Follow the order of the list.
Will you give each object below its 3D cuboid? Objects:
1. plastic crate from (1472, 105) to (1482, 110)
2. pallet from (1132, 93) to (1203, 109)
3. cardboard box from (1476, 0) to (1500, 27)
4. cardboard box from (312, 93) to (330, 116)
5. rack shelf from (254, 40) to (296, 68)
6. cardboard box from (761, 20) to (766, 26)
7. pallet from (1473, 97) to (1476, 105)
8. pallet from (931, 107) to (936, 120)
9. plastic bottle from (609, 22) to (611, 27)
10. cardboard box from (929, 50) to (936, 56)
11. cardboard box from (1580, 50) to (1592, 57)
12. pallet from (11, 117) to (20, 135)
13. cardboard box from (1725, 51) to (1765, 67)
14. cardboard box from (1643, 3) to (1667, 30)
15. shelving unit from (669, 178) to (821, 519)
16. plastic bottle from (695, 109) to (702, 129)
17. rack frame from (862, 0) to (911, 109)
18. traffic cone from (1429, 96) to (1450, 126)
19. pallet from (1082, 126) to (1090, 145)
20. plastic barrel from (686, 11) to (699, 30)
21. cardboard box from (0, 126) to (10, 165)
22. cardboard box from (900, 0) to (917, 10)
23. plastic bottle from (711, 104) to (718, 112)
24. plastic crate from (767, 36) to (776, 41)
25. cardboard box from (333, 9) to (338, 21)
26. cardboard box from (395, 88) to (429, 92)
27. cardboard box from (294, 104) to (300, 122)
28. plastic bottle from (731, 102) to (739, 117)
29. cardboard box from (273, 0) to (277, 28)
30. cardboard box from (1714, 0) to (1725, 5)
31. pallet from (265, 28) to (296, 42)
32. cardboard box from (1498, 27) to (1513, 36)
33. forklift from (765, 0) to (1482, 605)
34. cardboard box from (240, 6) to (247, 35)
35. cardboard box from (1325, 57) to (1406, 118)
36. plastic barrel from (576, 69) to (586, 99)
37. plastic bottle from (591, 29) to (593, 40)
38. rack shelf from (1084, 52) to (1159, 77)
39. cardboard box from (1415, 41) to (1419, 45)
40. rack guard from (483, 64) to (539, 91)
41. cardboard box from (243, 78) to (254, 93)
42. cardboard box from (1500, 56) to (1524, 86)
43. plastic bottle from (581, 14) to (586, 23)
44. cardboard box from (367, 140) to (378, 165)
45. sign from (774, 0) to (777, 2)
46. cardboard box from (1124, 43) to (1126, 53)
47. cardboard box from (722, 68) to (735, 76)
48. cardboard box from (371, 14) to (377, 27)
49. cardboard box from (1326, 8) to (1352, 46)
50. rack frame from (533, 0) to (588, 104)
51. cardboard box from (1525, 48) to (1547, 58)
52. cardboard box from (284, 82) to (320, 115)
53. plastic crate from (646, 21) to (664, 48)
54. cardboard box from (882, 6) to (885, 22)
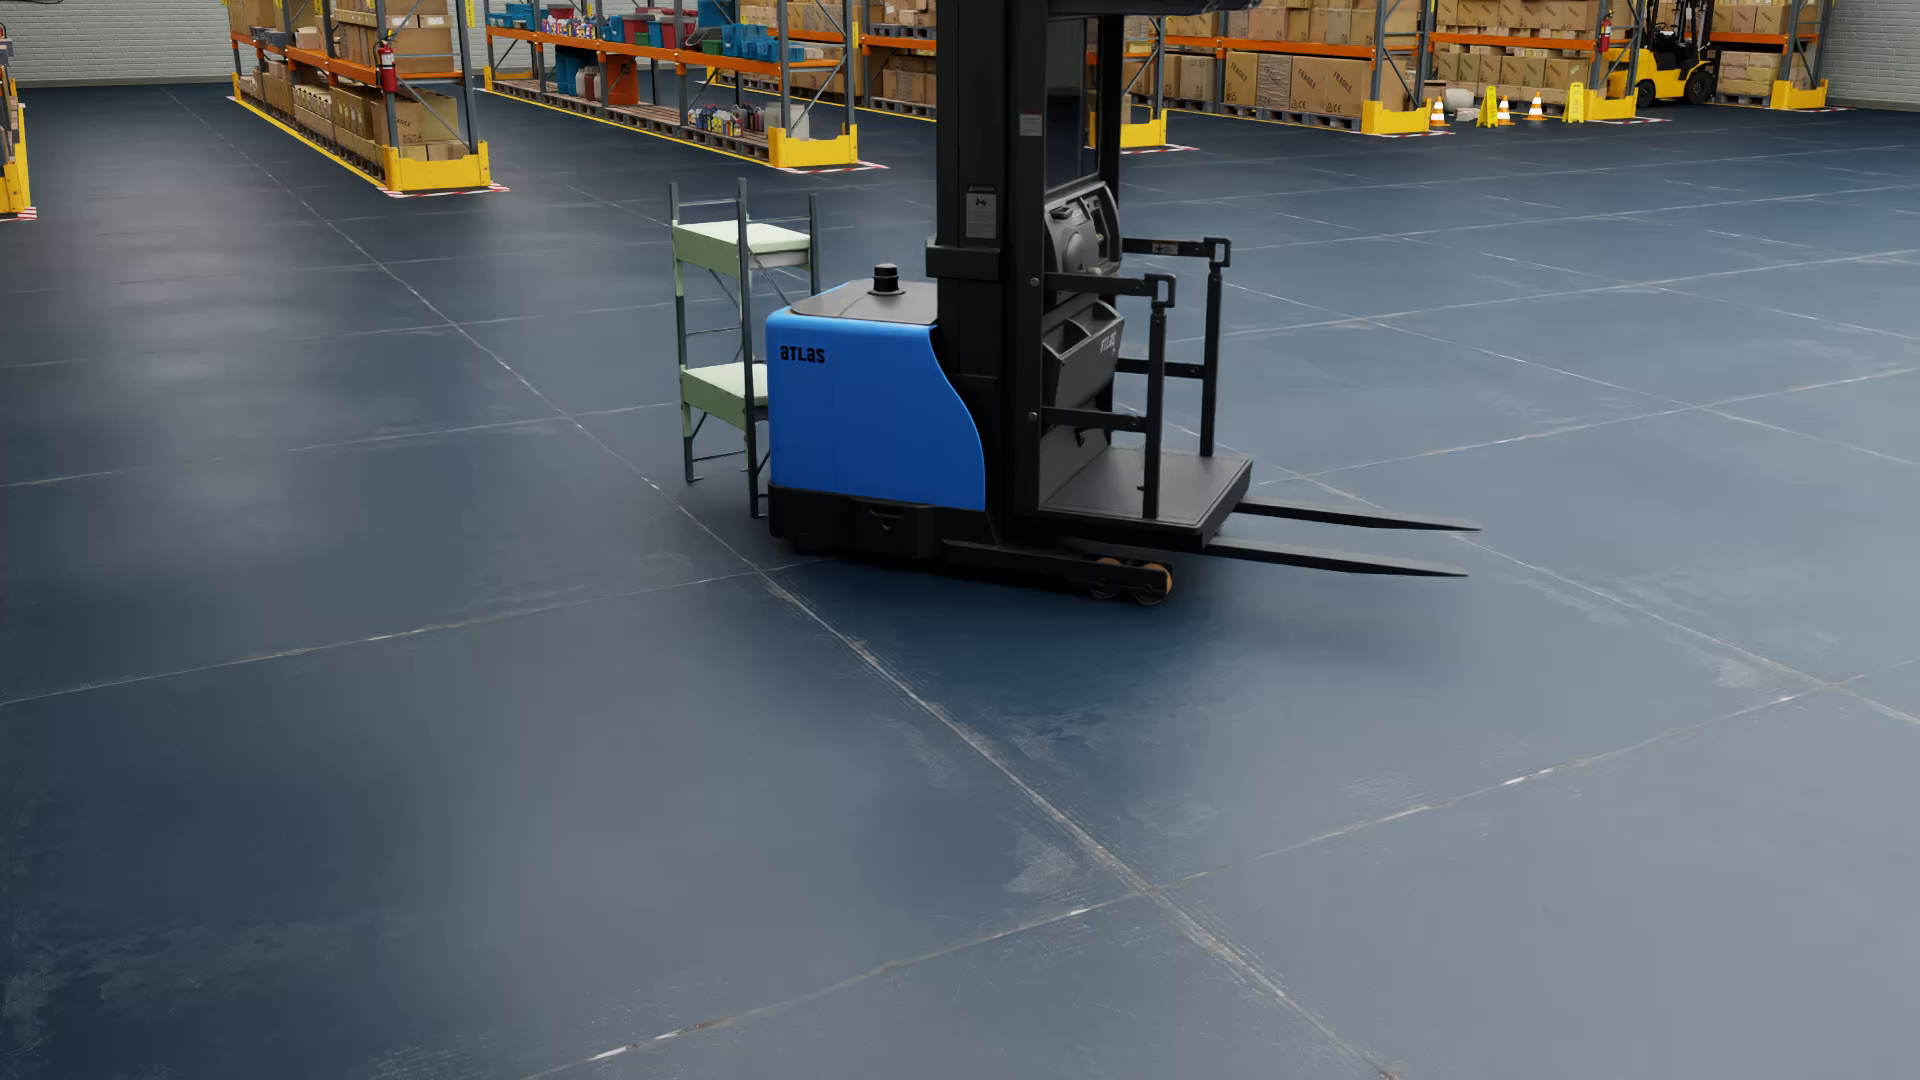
[{"bbox_3d":[9.336,-7.900,30.404,0.583,0.080,0.402,16,25,39],"label":"plastic crate"},{"bbox_3d":[3.988,-8.305,31.376,1.003,0.211,1.213,-10,21,-27],"label":"pallet"},{"bbox_3d":[9.762,-9.590,30.216,0.500,0.500,0.500,-10,21,-27],"label":"cardboard box"},{"bbox_3d":[-9.061,-6.318,24.053,0.500,0.311,0.500,-10,21,-27],"label":"cardboard box"},{"bbox_3d":[-10.978,-8.172,27.819,1.077,0.370,4.000,-10,21,-27],"label":"rack shelf"},{"bbox_3d":[-3.885,-10.685,34.385,0.380,0.149,0.250,-10,22,-28],"label":"cardboard box"},{"bbox_3d":[9.663,-8.353,31.514,1.003,0.211,1.213,-10,21,-27],"label":"pallet"},{"bbox_3d":[0.220,-7.228,28.256,1.003,0.211,1.213,-10,21,-27],"label":"pallet"},{"bbox_3d":[-6.247,-9.218,29.937,0.152,0.276,0.135,-10,21,-27],"label":"plastic bottle"},{"bbox_3d":[-0.501,-11.284,38.548,0.380,0.149,0.250,-10,21,-27],"label":"cardboard box"},{"bbox_3d":[13.421,-9.852,34.582,0.875,0.625,0.625,-9,21,-24],"label":"cardboard box"},{"bbox_3d":[-15.269,-6.439,25.969,1.003,0.211,1.213,-10,21,-27],"label":"pallet"},{"bbox_3d":[14.838,-9.081,31.388,0.500,0.250,0.500,-10,21,-26],"label":"cardboard box"},{"bbox_3d":[13.922,-10.361,32.905,0.500,0.500,0.500,-10,21,-26],"label":"cardboard box"},{"bbox_3d":[-1.029,-0.946,8.073,0.431,1.500,0.755,-12,22,-31],"label":"shelving unit"},{"bbox_3d":[-3.825,-6.229,24.585,0.152,0.276,0.135,-9,21,-25],"label":"plastic bottle"},{"bbox_3d":[-1.308,-9.472,30.482,1.000,3.000,0.127,-10,21,-27],"label":"rack frame"},{"bbox_3d":[7.901,-7.088,27.462,0.336,0.463,0.334,-10,21,-27],"label":"traffic cone"},{"bbox_3d":[2.100,-6.117,25.036,1.003,0.211,1.213,-10,21,-27],"label":"pallet"},{"bbox_3d":[-4.029,-7.929,25.803,0.433,0.535,0.433,0,19,0],"label":"plastic barrel"},{"bbox_3d":[-11.412,-4.494,19.215,0.700,0.500,0.500,-12,22,-30],"label":"cardboard box"},{"bbox_3d":[-0.664,-9.424,29.546,0.700,0.500,0.500,-7,20,-19],"label":"cardboard box"},{"bbox_3d":[-3.623,-6.238,24.498,0.144,0.351,0.185,-10,21,-27],"label":"plastic bottle"},{"bbox_3d":[-3.003,-7.210,24.156,0.499,0.251,0.616,-10,21,-27],"label":"plastic crate"},{"bbox_3d":[-8.172,-7.037,22.278,0.380,0.149,0.250,-10,21,-27],"label":"cardboard box"},{"bbox_3d":[-7.248,-5.656,21.845,0.500,0.500,0.500,-10,21,-27],"label":"cardboard box"},{"bbox_3d":[-10.038,-6.641,25.850,0.500,0.250,0.500,-10,21,-27],"label":"cardboard box"},{"bbox_3d":[-3.335,-6.349,24.820,0.144,0.351,0.185,-10,21,-27],"label":"plastic bottle"},{"bbox_3d":[-11.034,-8.835,27.839,0.700,0.500,0.500,-17,25,-40],"label":"cardboard box"},{"bbox_3d":[14.537,-10.254,31.603,0.380,0.149,0.250,-10,21,-26],"label":"cardboard box"},{"bbox_3d":[-10.956,-8.405,27.685,1.003,0.211,1.213,-10,21,-27],"label":"pallet"},{"bbox_3d":[9.923,-9.163,29.972,0.380,0.149,0.250,-10,21,-27],"label":"cardboard box"},{"bbox_3d":[0.709,-1.316,6.951,3.031,2.935,1.130,7,20,20],"label":"forklift"},{"bbox_3d":[-12.883,-9.532,30.505,0.500,0.500,0.500,-9,21,-25],"label":"cardboard box"},{"bbox_3d":[6.523,-7.293,26.781,0.875,0.875,0.875,-10,21,-26],"label":"cardboard box"},{"bbox_3d":[-6.798,-8.337,30.364,0.421,0.512,0.421,0,19,0],"label":"plastic barrel"},{"bbox_3d":[-6.273,-8.696,28.540,0.097,0.201,0.097,0,19,0],"label":"plastic bottle"},{"bbox_3d":[1.541,-7.409,25.607,1.077,0.370,4.000,-10,21,-27],"label":"rack shelf"},{"bbox_3d":[10.717,-11.588,38.808,0.380,0.149,0.250,-11,22,-29],"label":"cardboard box"},{"bbox_3d":[-9.489,-9.824,35.336,1.175,0.500,0.348,-10,21,-27],"label":"rack guard"},{"bbox_3d":[-13.344,-8.656,31.659,0.500,0.250,0.500,-10,21,-27],"label":"cardboard box"},{"bbox_3d":[10.118,-8.448,29.937,0.500,0.500,0.500,-11,22,-28],"label":"cardboard box"},{"bbox_3d":[-6.969,-9.594,30.912,0.144,0.351,0.185,-10,21,-27],"label":"plastic bottle"},{"bbox_3d":[-6.992,-4.790,20.487,0.500,0.250,0.500,-10,21,-27],"label":"cardboard box"},{"bbox_3d":[-3.695,-10.980,33.405,0.100,0.325,0.005,-10,21,-27],"label":"sign"},{"bbox_3d":[2.174,-7.106,24.012,0.380,0.149,0.250,-10,21,-27],"label":"cardboard box"},{"bbox_3d":[-4.733,-10.791,36.919,0.875,0.875,0.875,-10,21,-27],"label":"cardboard box"},{"bbox_3d":[-6.826,-6.224,19.923,0.380,0.149,0.250,-10,22,-27],"label":"cardboard box"},{"bbox_3d":[6.407,-8.239,26.680,0.875,0.550,0.550,-10,21,-27],"label":"cardboard box"},{"bbox_3d":[-7.567,-9.853,31.586,1.000,3.000,0.127,-10,21,-27],"label":"rack frame"},{"bbox_3d":[10.252,-8.627,29.462,0.380,0.149,0.250,-10,21,-26],"label":"cardboard box"},{"bbox_3d":[-10.679,-7.197,27.047,0.500,0.500,0.500,-9,21,-25],"label":"cardboard box"},{"bbox_3d":[-4.565,-7.817,25.711,0.392,0.384,0.575,-10,21,-27],"label":"plastic crate"},{"bbox_3d":[-1.300,-9.701,30.992,0.500,0.500,0.500,-9,21,-25],"label":"cardboard box"}]
